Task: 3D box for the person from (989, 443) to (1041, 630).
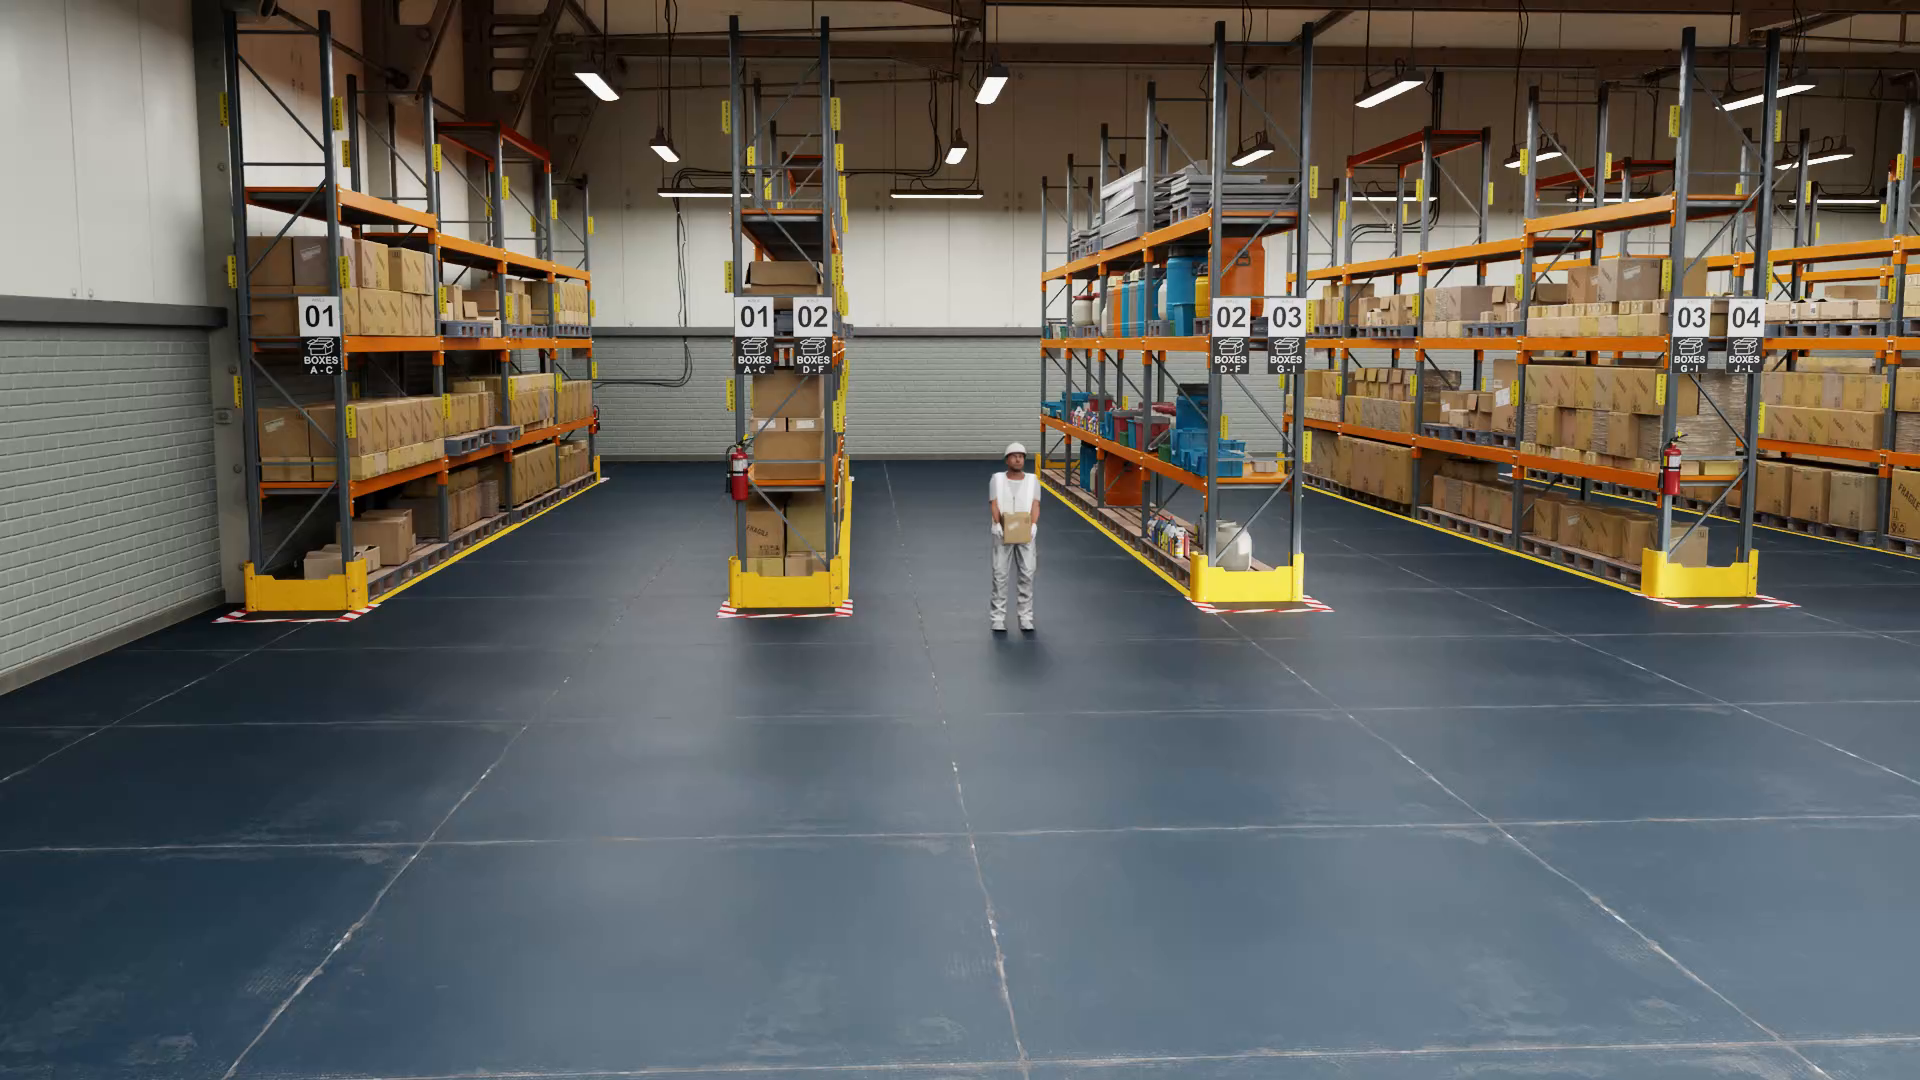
[{"bbox_3d":[0.530,-0.024,15.848,0.499,1.787,0.569,0,7,-3],"label":"person"}]
